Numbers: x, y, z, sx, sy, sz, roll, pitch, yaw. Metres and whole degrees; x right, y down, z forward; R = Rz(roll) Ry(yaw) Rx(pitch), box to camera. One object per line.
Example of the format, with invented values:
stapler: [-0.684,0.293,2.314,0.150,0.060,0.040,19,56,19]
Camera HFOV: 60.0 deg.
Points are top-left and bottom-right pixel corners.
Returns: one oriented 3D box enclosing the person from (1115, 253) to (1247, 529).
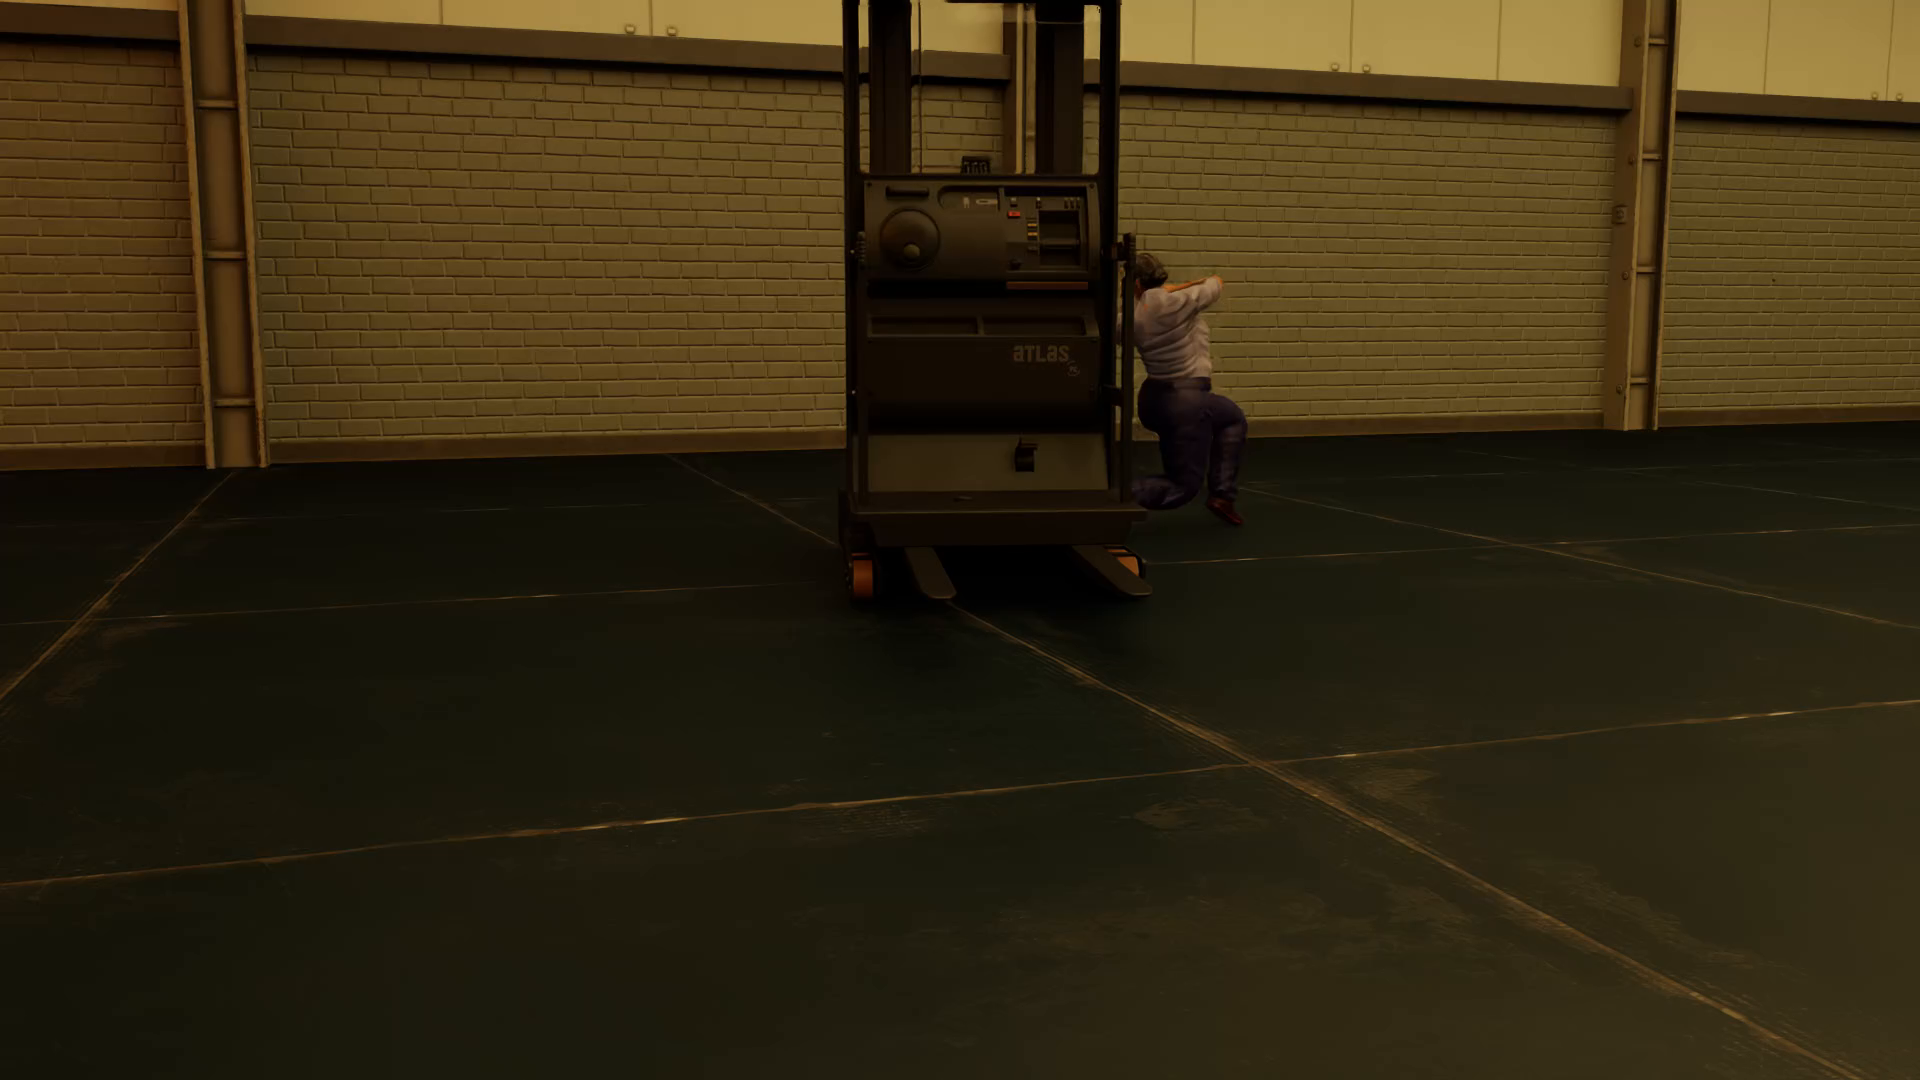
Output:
person: [0.949,-0.739,8.322,0.944,1.368,0.842,-4,9,-29]

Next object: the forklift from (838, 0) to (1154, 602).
forklift: [0.108,-1.265,6.346,1.130,2.935,3.031,-1,8,-5]
